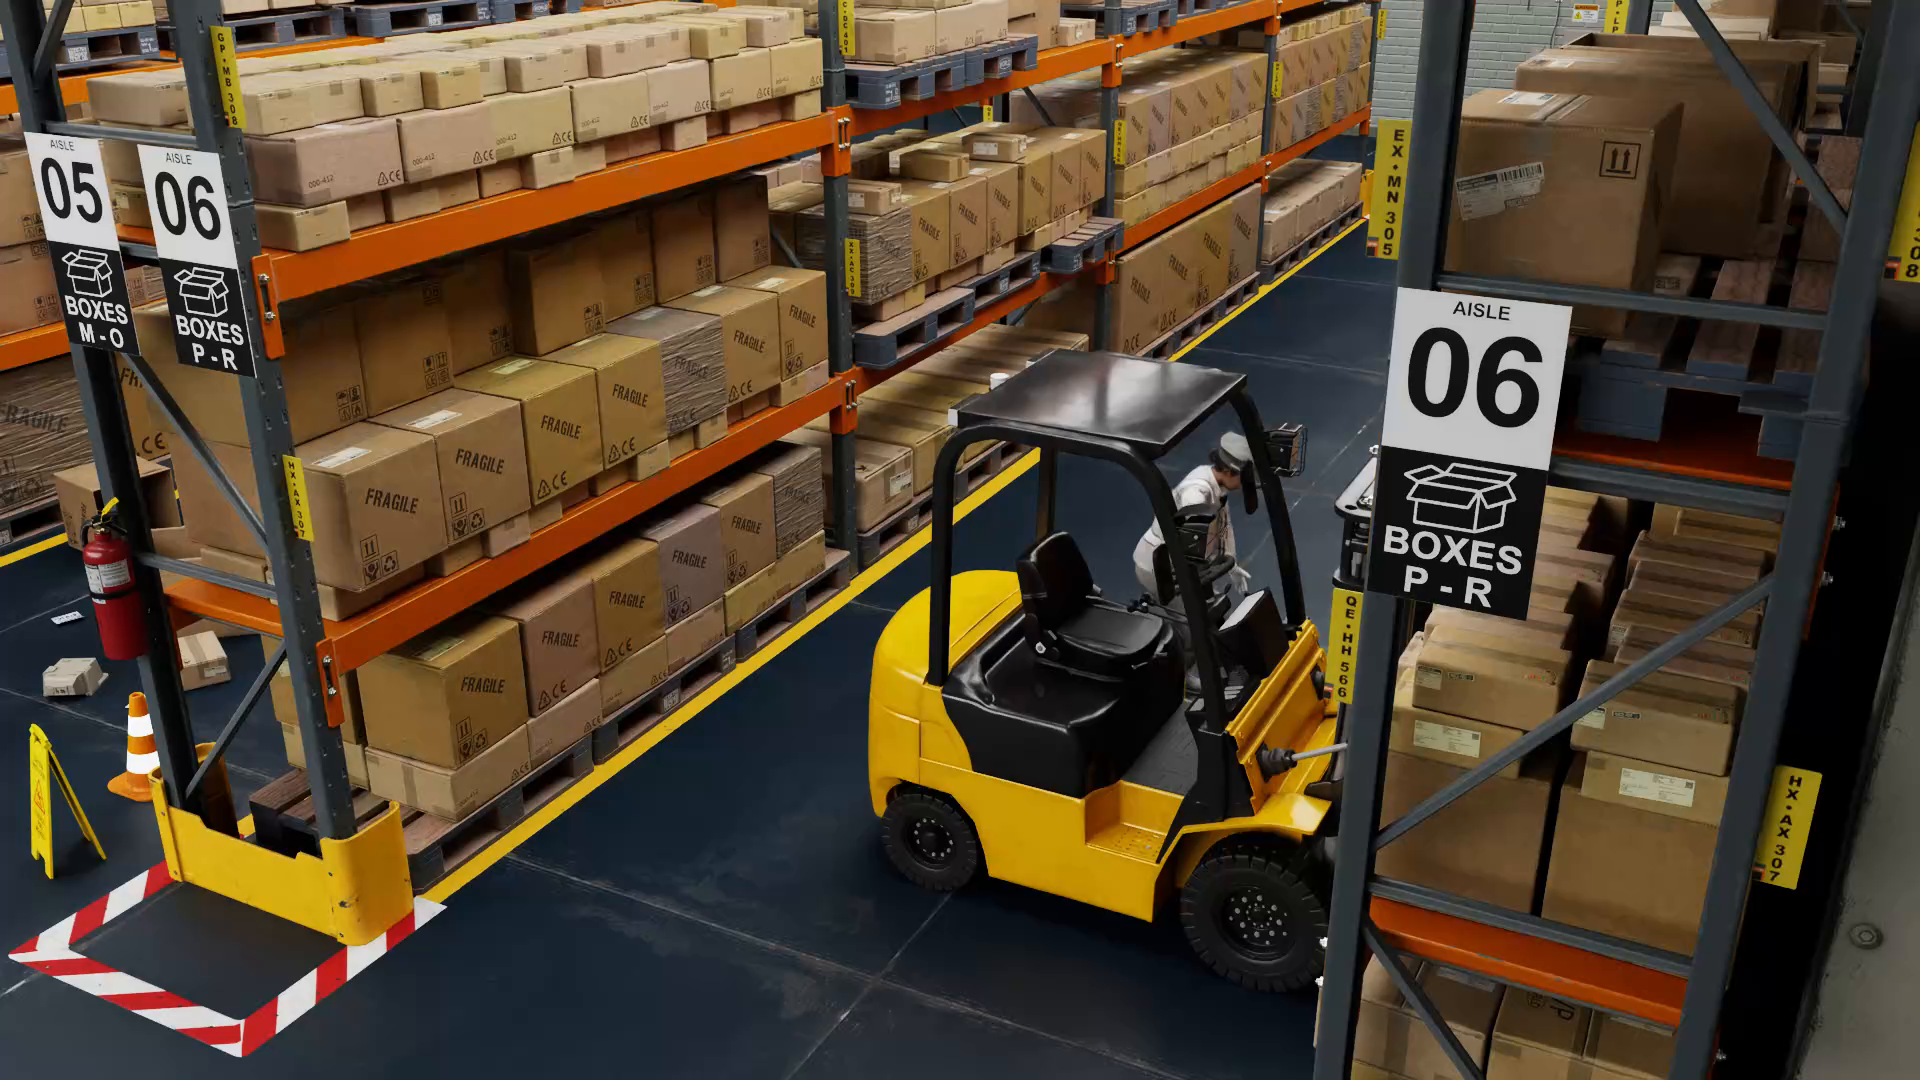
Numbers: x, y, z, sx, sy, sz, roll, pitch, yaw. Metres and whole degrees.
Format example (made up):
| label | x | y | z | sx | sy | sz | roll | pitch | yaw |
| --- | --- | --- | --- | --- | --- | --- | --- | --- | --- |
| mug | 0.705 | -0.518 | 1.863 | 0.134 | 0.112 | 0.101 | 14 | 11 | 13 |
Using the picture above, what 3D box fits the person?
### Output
| label | x | y | z | sx | sy | sz | roll | pitch | yaw |
| --- | --- | --- | --- | --- | --- | --- | --- | --- | --- |
| person | 1.213 | 0.151 | 8.489 | 0.634 | 1.479 | 0.531 | 11 | 25 | 25 |
